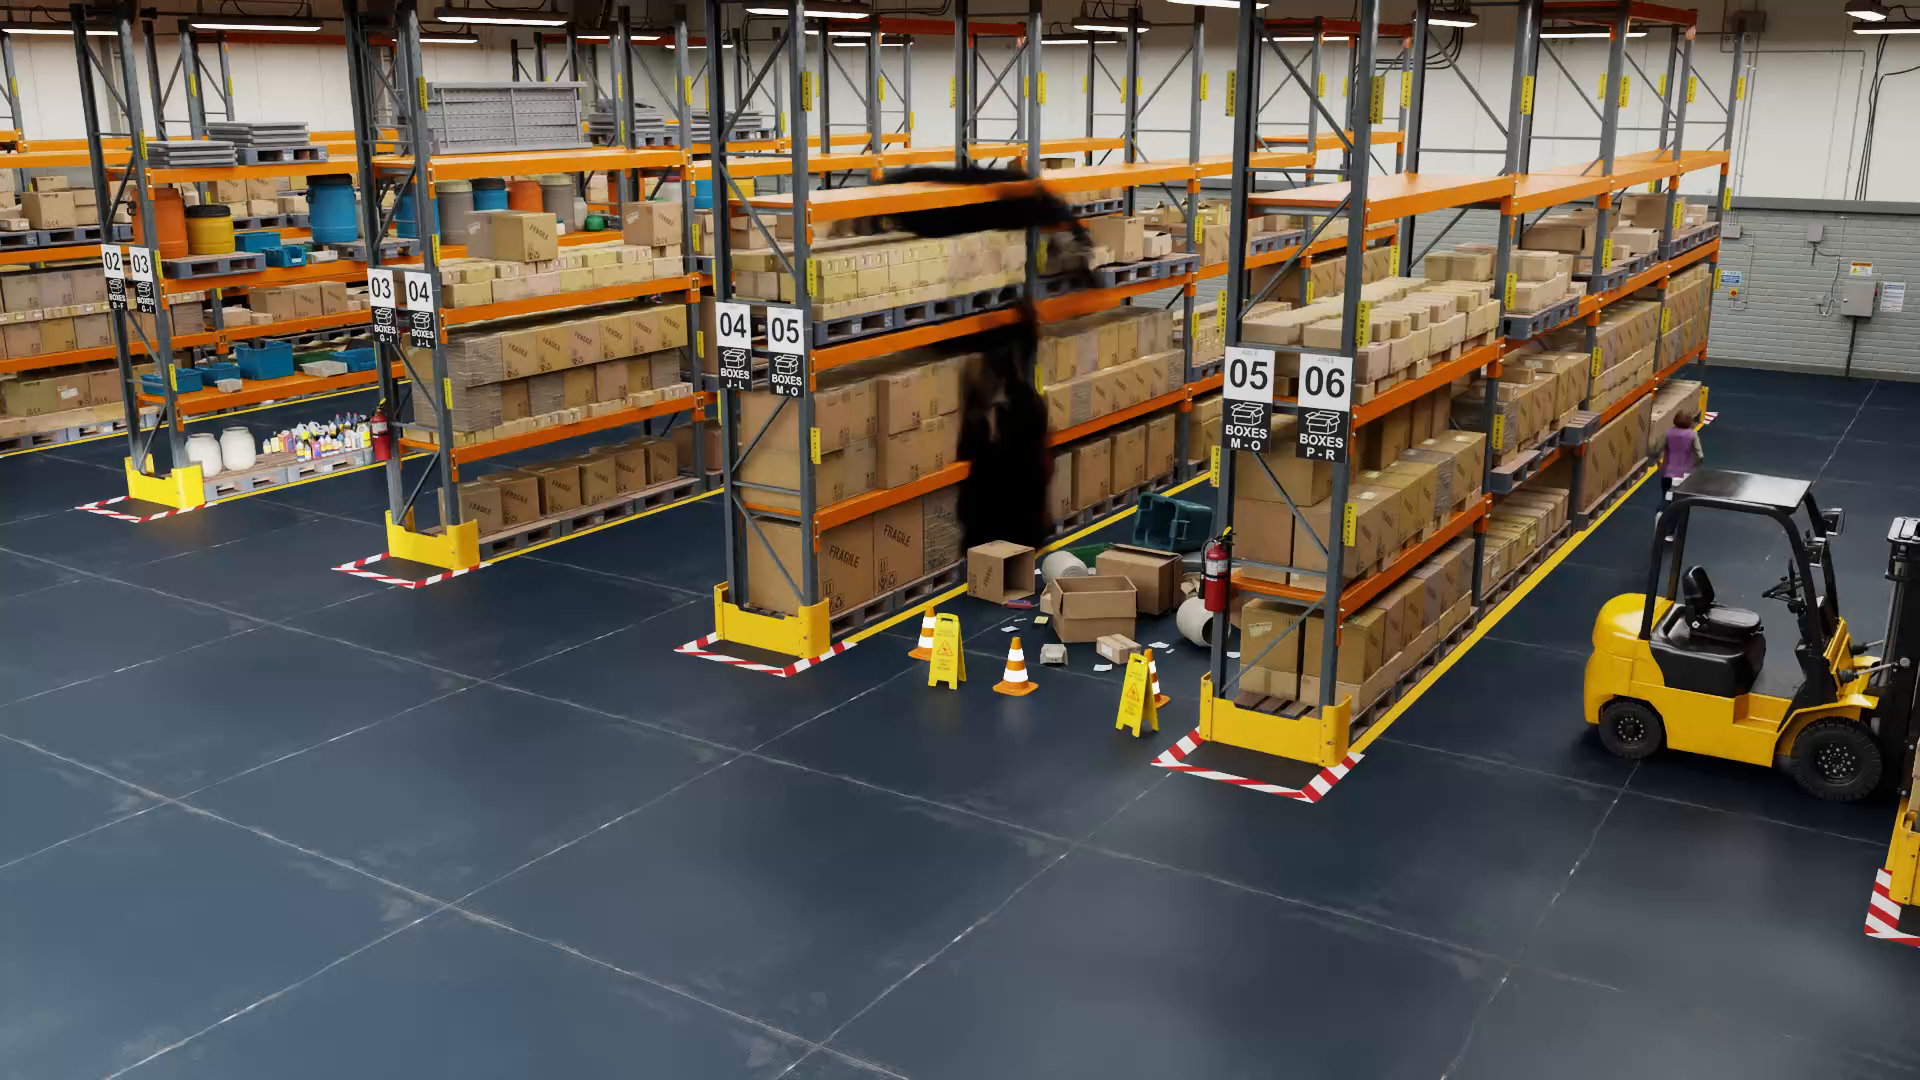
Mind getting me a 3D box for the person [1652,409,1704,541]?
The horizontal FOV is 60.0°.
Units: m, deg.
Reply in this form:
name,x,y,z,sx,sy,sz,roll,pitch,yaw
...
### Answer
name,x,y,z,sx,sy,sz,roll,pitch,yaw
person,8.172,-0.726,18.972,0.541,1.560,0.542,9,18,30
